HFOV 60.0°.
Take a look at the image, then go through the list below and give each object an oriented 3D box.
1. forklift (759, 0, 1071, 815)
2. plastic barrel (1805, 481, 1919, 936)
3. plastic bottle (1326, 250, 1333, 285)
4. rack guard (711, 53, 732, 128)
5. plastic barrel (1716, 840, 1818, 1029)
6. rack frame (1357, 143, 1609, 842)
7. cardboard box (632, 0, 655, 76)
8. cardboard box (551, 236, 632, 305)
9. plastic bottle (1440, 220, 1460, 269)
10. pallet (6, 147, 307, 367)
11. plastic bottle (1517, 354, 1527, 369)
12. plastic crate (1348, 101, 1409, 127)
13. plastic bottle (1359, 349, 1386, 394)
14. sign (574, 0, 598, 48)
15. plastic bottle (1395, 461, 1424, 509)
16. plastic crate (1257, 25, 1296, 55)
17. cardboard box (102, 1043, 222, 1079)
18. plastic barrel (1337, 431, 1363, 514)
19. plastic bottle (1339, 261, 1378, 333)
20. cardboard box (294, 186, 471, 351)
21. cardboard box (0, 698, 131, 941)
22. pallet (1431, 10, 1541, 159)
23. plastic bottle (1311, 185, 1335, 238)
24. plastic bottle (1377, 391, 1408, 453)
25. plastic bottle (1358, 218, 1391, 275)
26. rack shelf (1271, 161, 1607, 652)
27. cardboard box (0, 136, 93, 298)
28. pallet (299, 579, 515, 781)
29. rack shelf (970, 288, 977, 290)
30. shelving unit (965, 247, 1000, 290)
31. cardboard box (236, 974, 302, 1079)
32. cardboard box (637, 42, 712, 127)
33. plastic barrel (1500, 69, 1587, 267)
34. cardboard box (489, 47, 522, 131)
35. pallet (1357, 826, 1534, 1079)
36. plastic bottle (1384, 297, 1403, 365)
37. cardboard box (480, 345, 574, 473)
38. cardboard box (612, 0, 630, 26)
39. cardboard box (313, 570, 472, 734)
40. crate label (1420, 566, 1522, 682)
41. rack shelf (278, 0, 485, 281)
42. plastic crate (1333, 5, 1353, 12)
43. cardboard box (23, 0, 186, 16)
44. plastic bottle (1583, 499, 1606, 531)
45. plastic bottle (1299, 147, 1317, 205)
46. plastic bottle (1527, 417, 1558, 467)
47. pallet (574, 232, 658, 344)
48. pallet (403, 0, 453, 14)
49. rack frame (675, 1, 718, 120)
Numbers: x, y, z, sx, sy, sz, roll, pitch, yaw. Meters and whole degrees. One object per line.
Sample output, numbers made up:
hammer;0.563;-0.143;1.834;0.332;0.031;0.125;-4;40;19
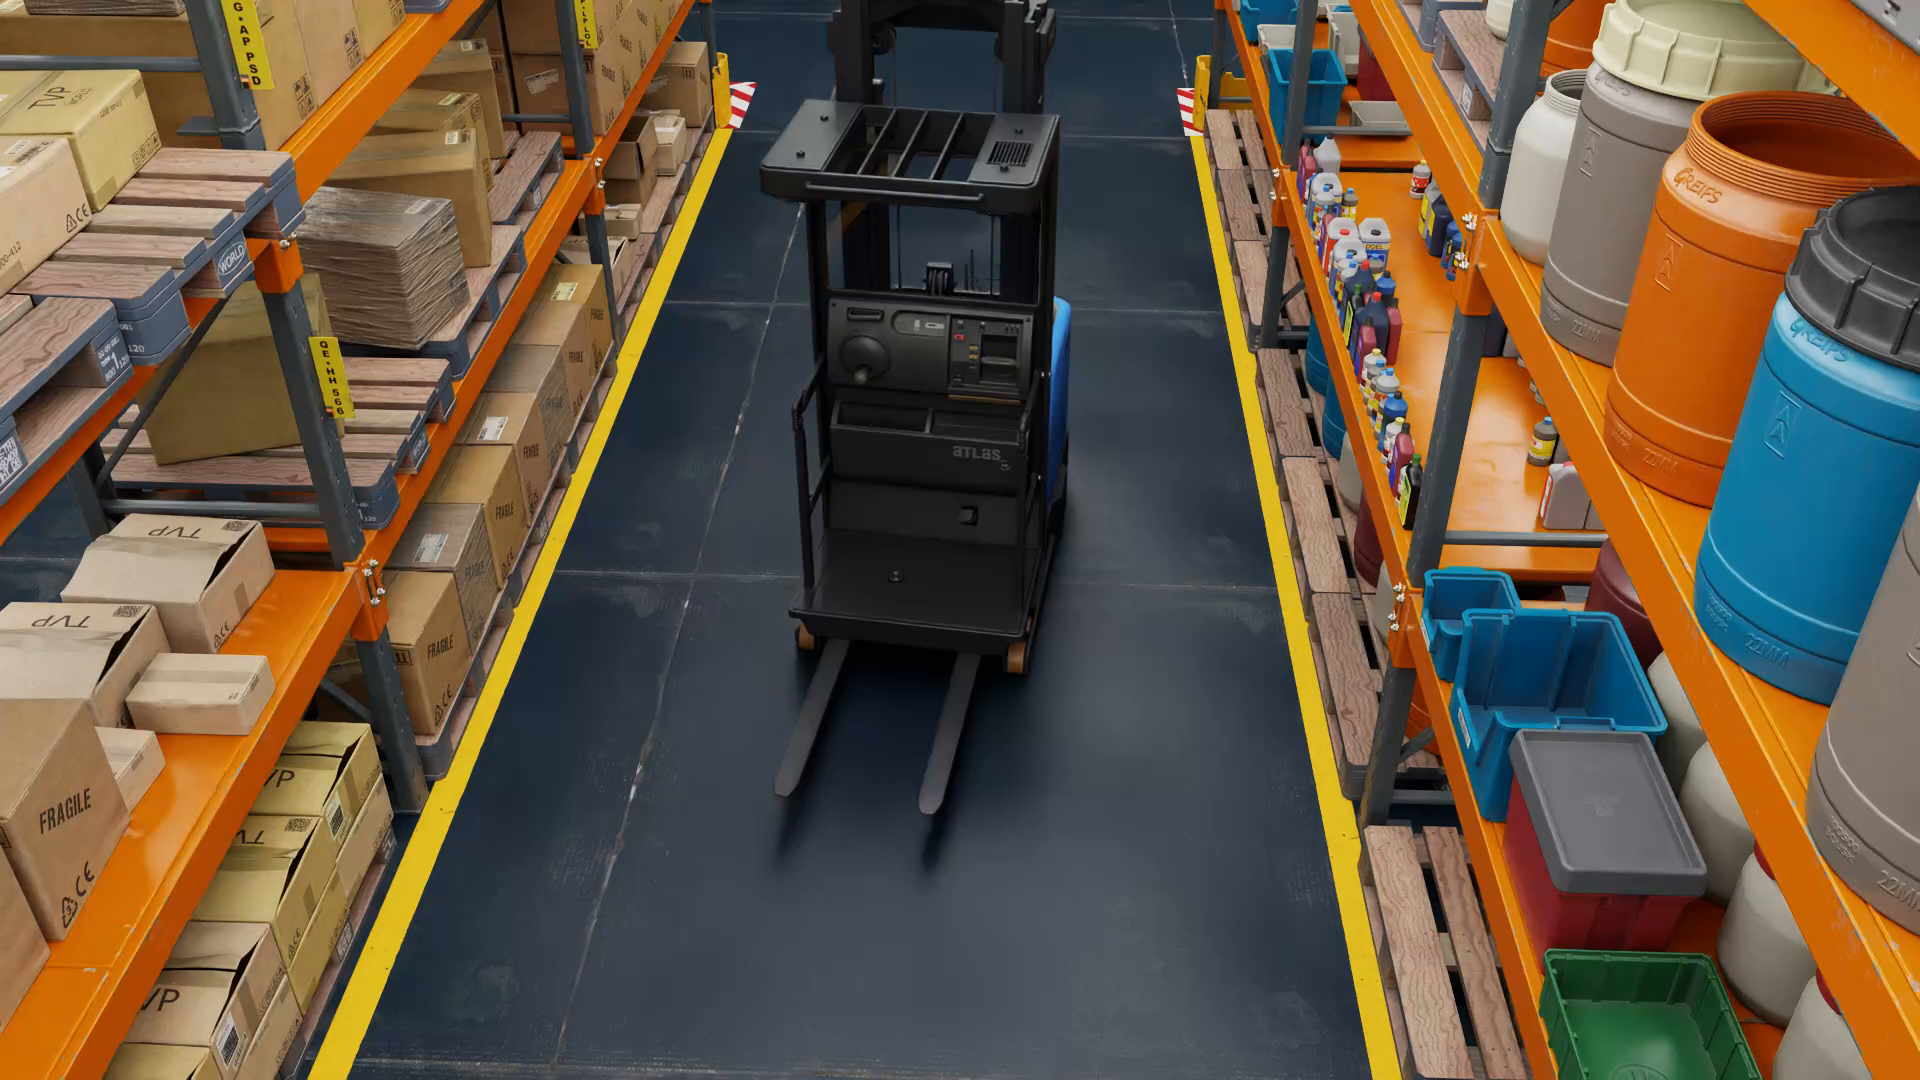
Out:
forklift;-0.171;-0.796;7.279;1.130;2.935;3.031;6;36;8
plastic barrel;1.839;0.199;2.759;0.600;0.901;0.600;0;35;0
plastic bottle;1.862;-1.356;8.189;0.097;0.201;0.097;0;35;0
rack guard;-2.461;-3.641;13.441;1.175;0.500;0.348;1;35;2
plastic barrel;2.314;1.034;4.498;0.433;0.535;0.433;0;35;0
rack frame;2.170;0.006;6.079;1.000;3.000;0.127;1;35;2
cardboard box;-2.286;-3.318;10.721;0.500;0.500;0.500;1;35;2
cardboard box;-2.386;-1.725;10.497;0.500;0.311;0.500;1;35;2
plastic bottle;2.477;-1.498;8.331;0.097;0.271;0.097;0;35;0
pallet;-2.717;-0.869;4.878;1.213;0.211;1.003;3;35;4
plastic bottle;2.589;-0.912;7.497;0.097;0.271;0.097;0;35;0
plastic crate;2.492;-2.473;9.783;0.396;0.136;0.243;1;35;2
plastic bottle;1.819;-0.745;7.320;0.097;0.201;0.097;0;35;0
sign;-2.064;-2.872;9.166;0.100;0.325;0.005;1;35;2
plastic bottle;1.783;-0.221;6.574;0.097;0.201;0.097;0;35;0
plastic crate;2.100;-3.216;10.841;0.293;0.136;0.466;1;35;2
cardboard box;-2.614;1.796;5.070;0.500;0.311;0.500;2;35;3
plastic barrel;2.151;-0.405;8.461;0.421;0.512;0.421;0;35;0
plastic bottle;1.867;-1.146;7.761;0.144;0.351;0.185;1;35;2
cardboard box;-2.639;-1.209;7.355;0.700;0.500;0.500;8;36;11
cardboard box;-2.830;0.813;4.843;0.500;0.500;0.500;0;35;-1
pallet;2.298;-1.581;5.892;1.003;0.211;1.213;1;35;2
plastic bottle;1.885;-1.706;8.627;0.097;0.271;0.097;0;35;0
plastic bottle;1.800;-0.494;6.902;0.097;0.271;0.097;0;35;0
plastic bottle;2.046;-1.449;8.256;0.152;0.276;0.135;1;35;2
rack shelf;2.250;-0.849;7.920;1.077;0.370;4.000;1;35;2
cardboard box;-2.744;-0.885;4.502;0.500;0.250;0.500;2;35;3
pallet;-2.712;0.602;7.655;1.003;0.211;1.213;1;35;2
rack shelf;0.161;-1.254;8.887;0.258;0.103;0.180;6;36;8
shelving unit;0.161;-0.996;9.069;0.258;1.200;0.189;6;36;8
cardboard box;-2.597;1.736;5.644;0.500;0.250;0.500;2;35;3
cardboard box;-2.234;-3.546;12.924;0.500;0.500;0.500;1;35;2
plastic barrel;1.851;-1.096;4.940;0.421;0.512;0.421;0;35;0
cardboard box;-2.855;-2.743;9.903;0.500;0.500;0.500;2;35;3
pallet;2.100;1.591;6.248;1.003;0.211;1.213;1;35;2
plastic bottle;1.957;-0.948;7.538;0.061;0.283;0.133;1;35;2
cardboard box;-2.401;-0.704;8.880;0.500;0.500;0.500;2;35;2
cardboard box;-2.298;-3.419;9.996;0.500;0.500;0.500;0;35;0
cardboard box;-2.475;0.477;7.199;0.500;0.500;0.500;3;35;4
crate label;1.778;0.308;5.795;0.303;0.233;0.416;1;35;2
rack shelf;-2.699;-2.193;7.224;1.077;0.370;4.000;1;35;2
plastic crate;2.665;-3.361;10.962;0.416;0.233;0.300;1;35;2
cardboard box;-2.755;-2.038;5.422;0.500;0.500;0.500;1;35;2
plastic bottle;2.510;-0.184;6.457;0.152;0.276;0.135;1;35;2
plastic bottle;1.884;-1.967;8.987;0.061;0.283;0.133;1;35;2
plastic bottle;2.403;-0.412;6.846;0.097;0.201;0.097;0;35;0
pallet;-2.590;-1.662;10.878;1.003;0.211;1.213;1;35;2
pallet;-2.754;-2.590;7.327;1.213;0.211;1.003;1;35;2
rack frame;-2.458;-4.707;12.784;1.000;3.000;0.127;1;35;2
